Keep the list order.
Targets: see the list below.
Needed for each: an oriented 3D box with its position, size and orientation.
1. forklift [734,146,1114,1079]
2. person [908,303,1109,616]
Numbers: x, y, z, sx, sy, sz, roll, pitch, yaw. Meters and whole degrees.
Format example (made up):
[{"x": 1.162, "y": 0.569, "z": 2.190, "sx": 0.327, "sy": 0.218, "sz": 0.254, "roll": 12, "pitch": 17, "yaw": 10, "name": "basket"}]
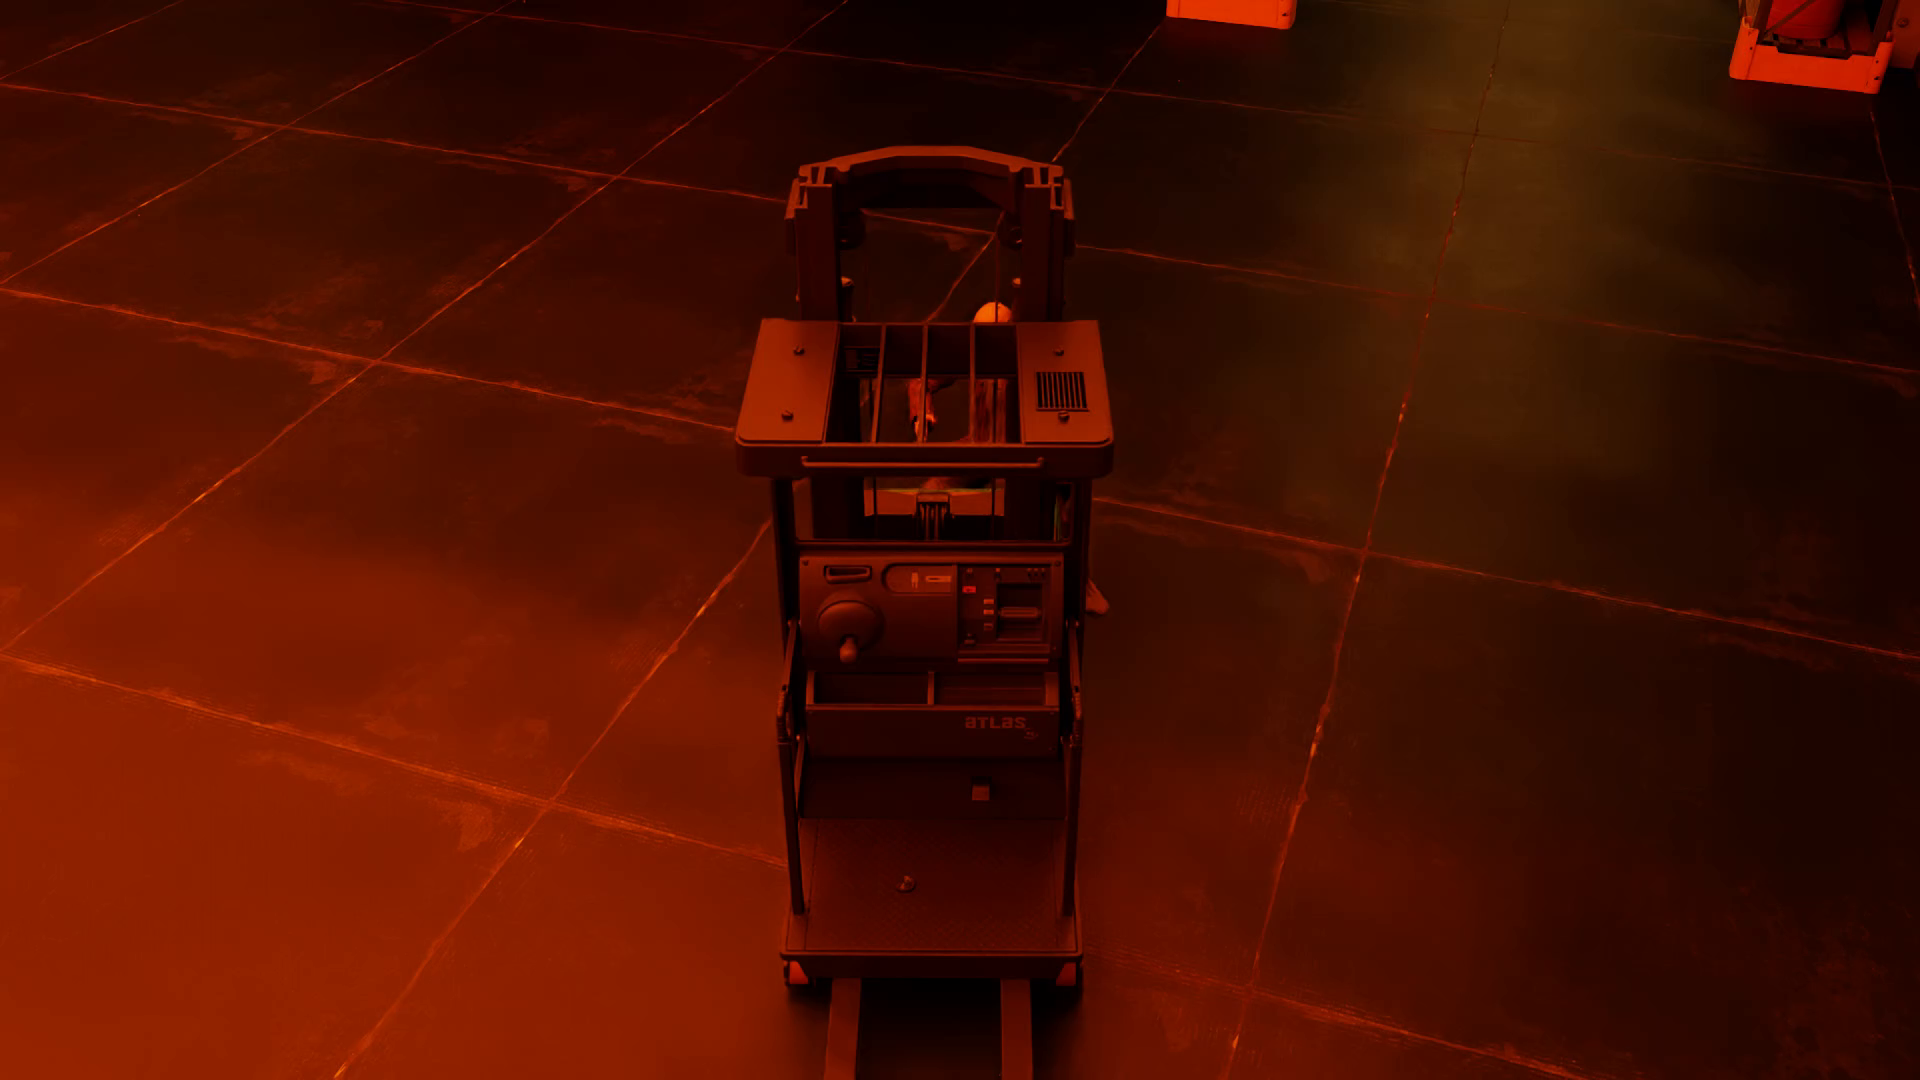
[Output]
[{"x": -0.099, "y": 0.303, "z": 5.683, "sx": 1.130, "sy": 2.935, "sz": 3.031, "roll": 0, "pitch": 35, "yaw": 0, "name": "forklift"}, {"x": 0.164, "y": -0.373, "z": 7.842, "sx": 1.177, "sy": 1.534, "sz": 0.739, "roll": 18, "pitch": 39, "yaw": 24, "name": "person"}]
